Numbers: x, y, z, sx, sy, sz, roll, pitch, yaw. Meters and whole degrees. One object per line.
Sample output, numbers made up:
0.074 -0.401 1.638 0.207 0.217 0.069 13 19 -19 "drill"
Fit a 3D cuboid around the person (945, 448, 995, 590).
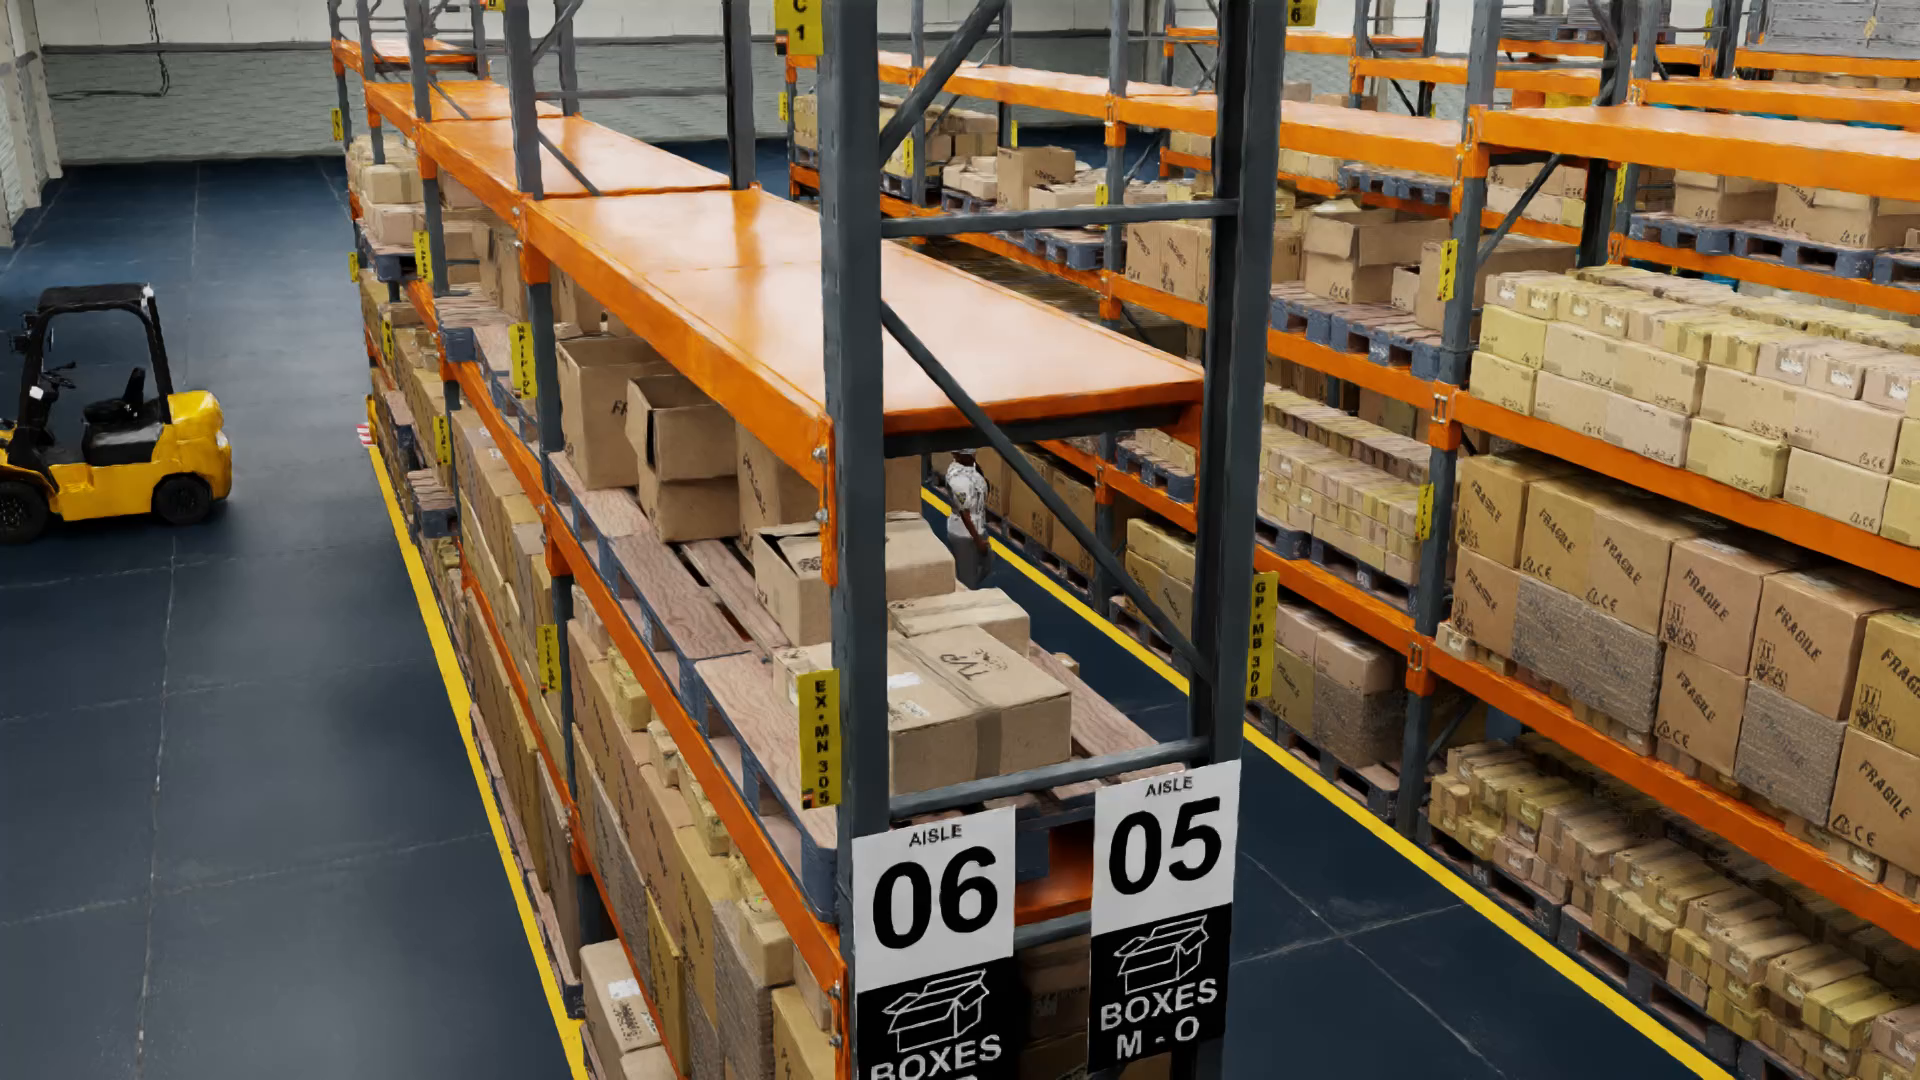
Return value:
0.061 -0.068 12.992 0.410 1.664 0.570 2 19 5 "person"
